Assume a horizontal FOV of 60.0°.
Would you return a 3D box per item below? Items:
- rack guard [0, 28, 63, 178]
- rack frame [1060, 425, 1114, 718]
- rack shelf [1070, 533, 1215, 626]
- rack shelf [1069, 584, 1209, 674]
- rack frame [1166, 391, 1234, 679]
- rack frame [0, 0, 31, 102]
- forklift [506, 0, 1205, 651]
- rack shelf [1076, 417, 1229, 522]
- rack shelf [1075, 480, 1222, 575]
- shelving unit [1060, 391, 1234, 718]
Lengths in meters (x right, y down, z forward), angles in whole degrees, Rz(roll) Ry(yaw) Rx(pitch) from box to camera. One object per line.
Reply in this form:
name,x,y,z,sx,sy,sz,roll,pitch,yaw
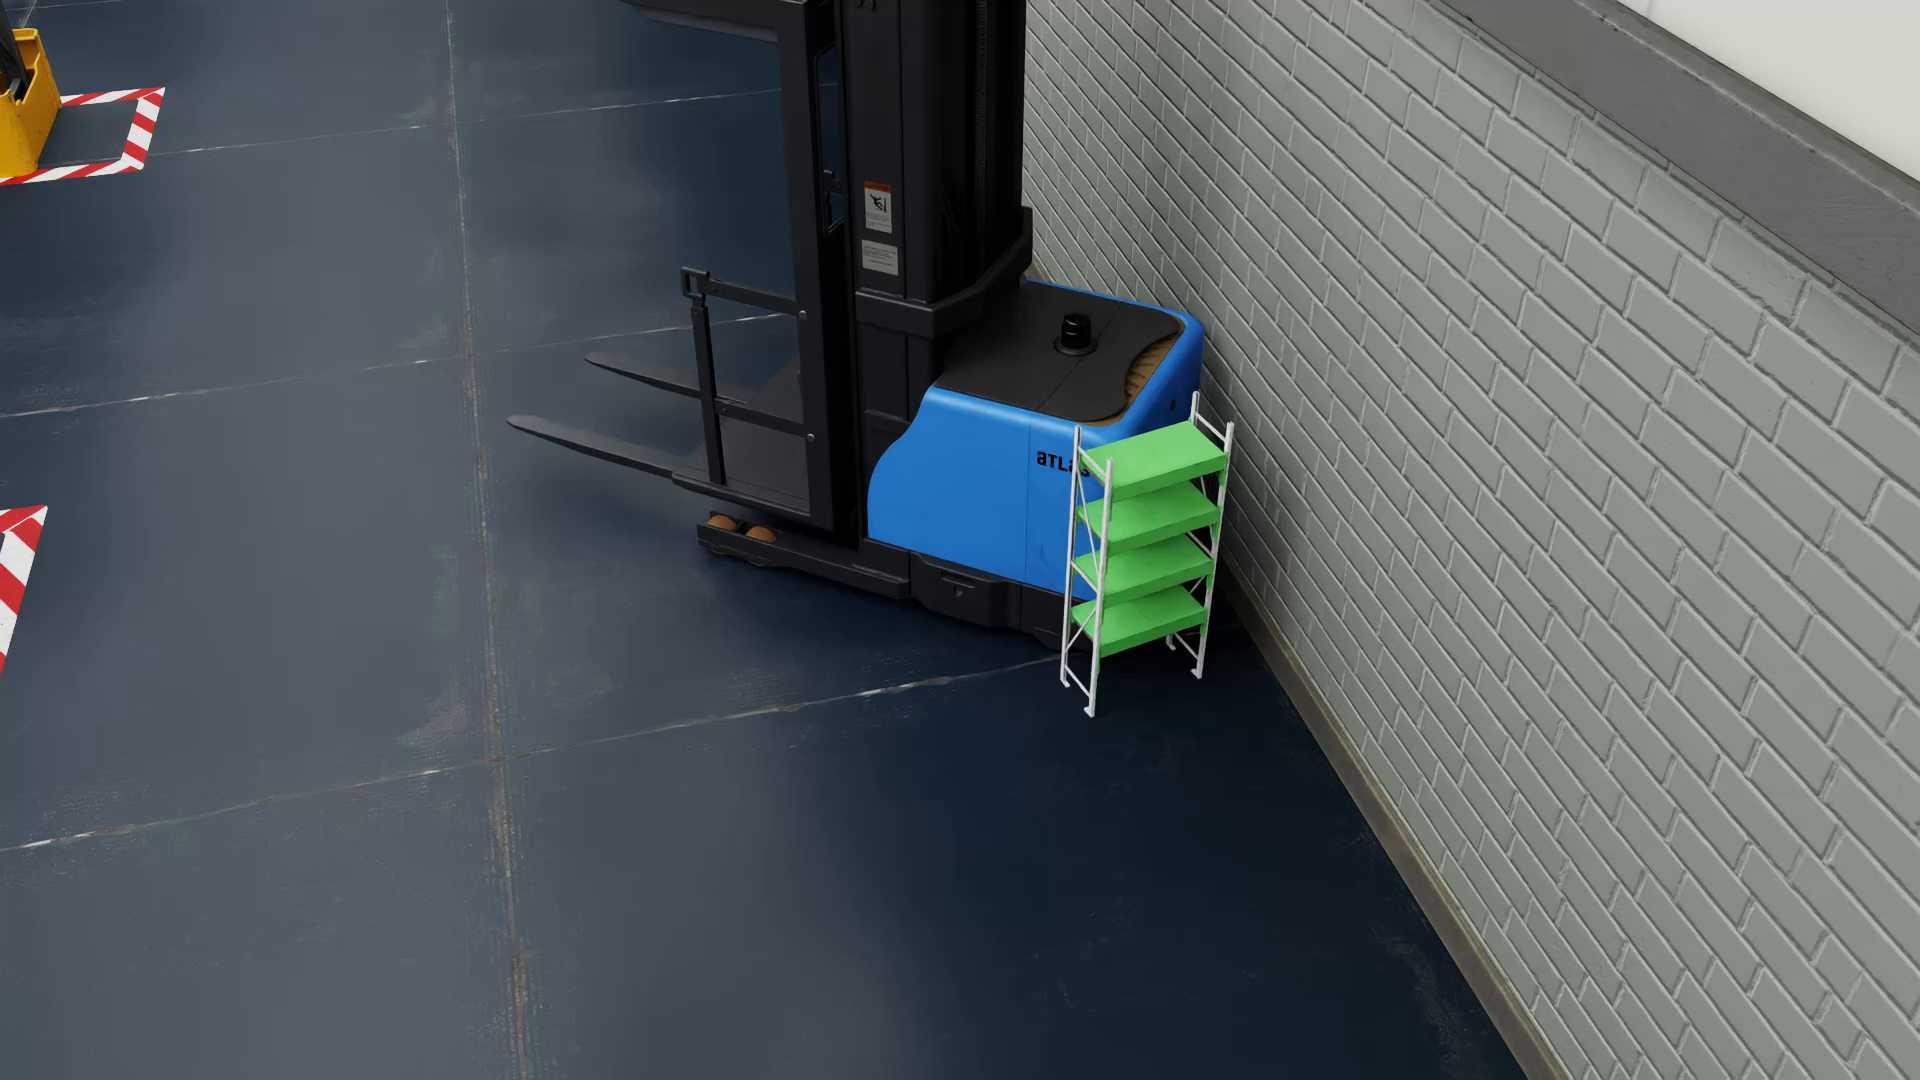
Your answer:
rack guard,-5.977,-2.749,10.432,0.348,0.500,1.175,-9,38,-12
rack frame,0.457,0.139,6.077,0.015,1.200,0.240,-17,41,-21
rack shelf,0.675,0.123,6.204,0.480,0.148,0.258,-17,41,-21
rack shelf,0.673,0.312,6.352,0.480,0.148,0.258,-17,41,-21
rack frame,0.893,0.006,6.252,0.015,1.200,0.240,-17,41,-21
rack frame,-6.000,-3.738,9.667,0.127,3.000,1.000,-9,38,-12
forklift,-0.565,-1.325,6.570,3.031,2.935,1.130,16,40,20
rack shelf,0.678,-0.255,5.908,0.480,0.148,0.258,-17,41,-21
rack shelf,0.676,-0.066,6.056,0.480,0.148,0.258,-17,41,-21
shelving unit,0.675,0.072,6.165,0.503,1.200,0.258,-17,41,-21
